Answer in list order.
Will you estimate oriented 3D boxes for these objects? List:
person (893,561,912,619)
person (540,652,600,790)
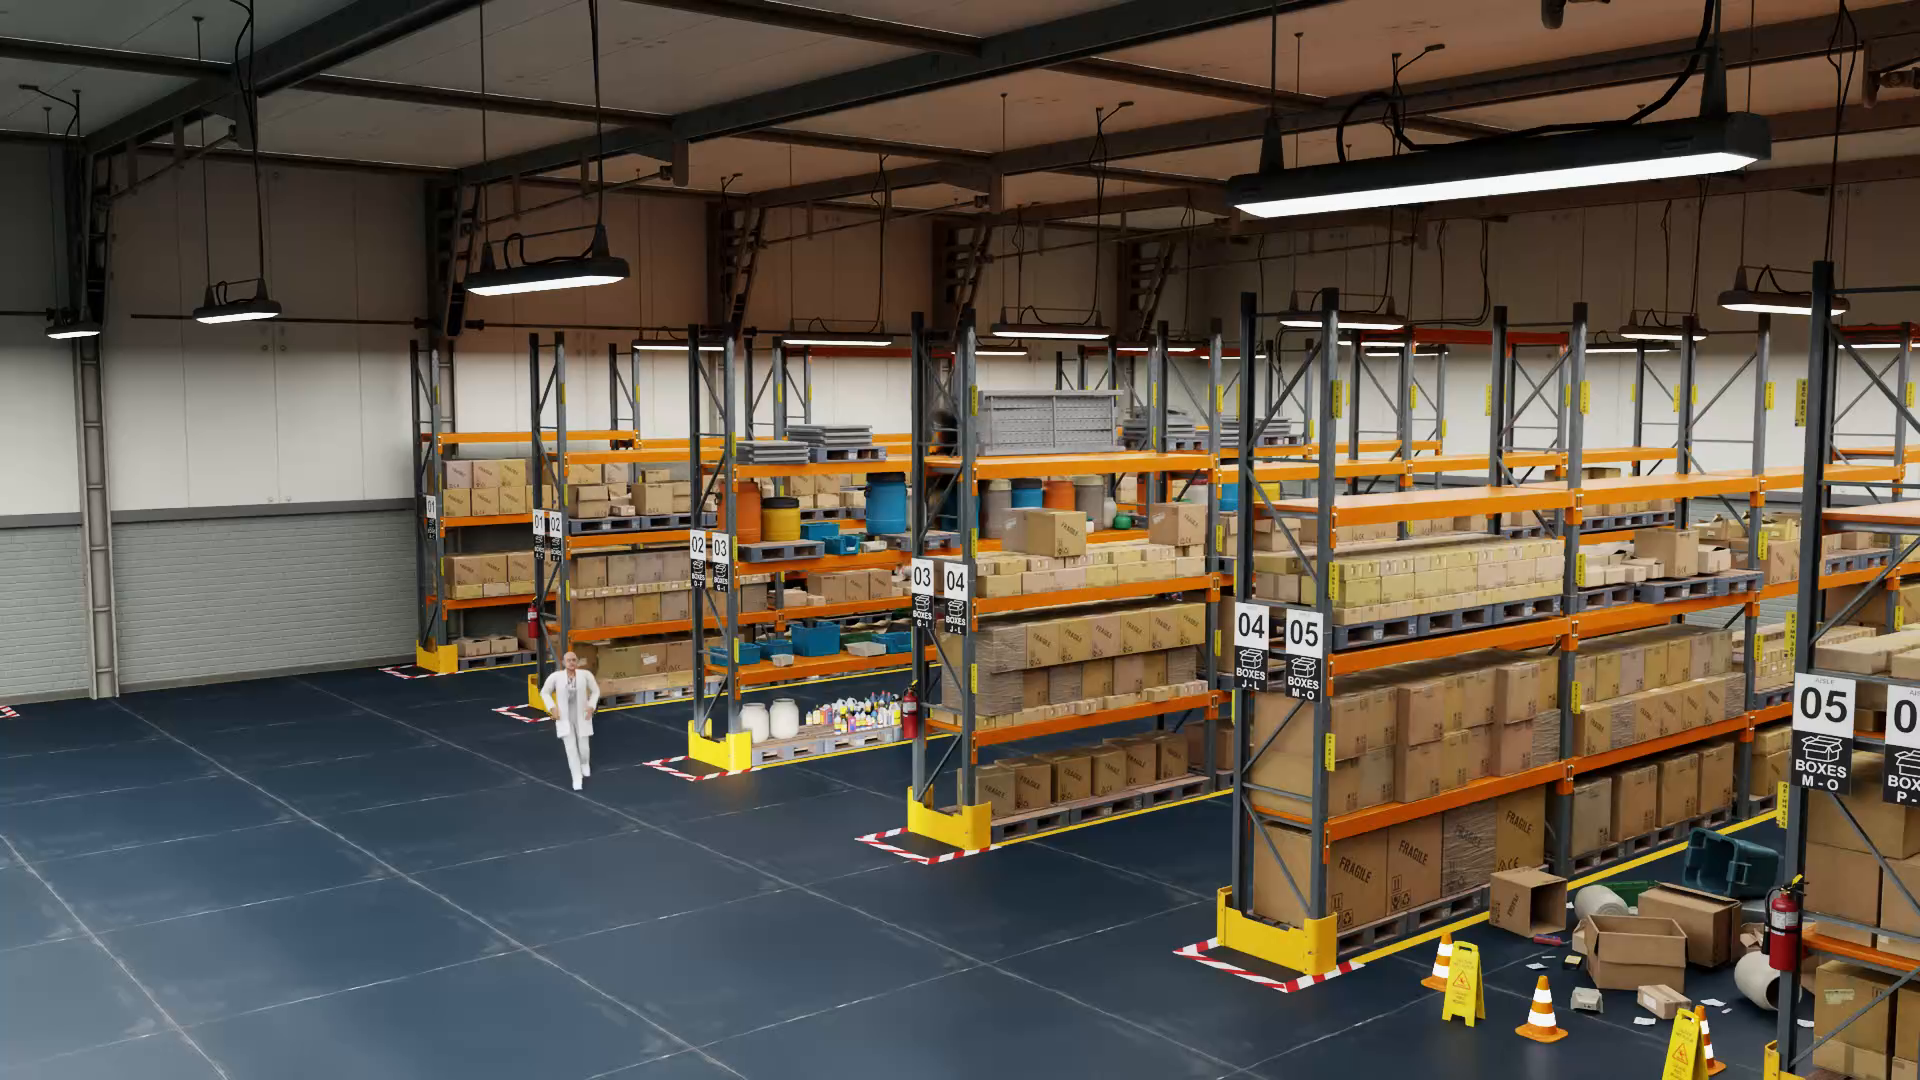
[{"bbox_3d":[-1.201,1.135,34.205,0.662,1.735,0.673,-4,6,-34],"label":"person"},{"bbox_3d":[-5.044,2.310,21.538,0.751,1.754,0.749,-1,5,-14],"label":"person"}]
